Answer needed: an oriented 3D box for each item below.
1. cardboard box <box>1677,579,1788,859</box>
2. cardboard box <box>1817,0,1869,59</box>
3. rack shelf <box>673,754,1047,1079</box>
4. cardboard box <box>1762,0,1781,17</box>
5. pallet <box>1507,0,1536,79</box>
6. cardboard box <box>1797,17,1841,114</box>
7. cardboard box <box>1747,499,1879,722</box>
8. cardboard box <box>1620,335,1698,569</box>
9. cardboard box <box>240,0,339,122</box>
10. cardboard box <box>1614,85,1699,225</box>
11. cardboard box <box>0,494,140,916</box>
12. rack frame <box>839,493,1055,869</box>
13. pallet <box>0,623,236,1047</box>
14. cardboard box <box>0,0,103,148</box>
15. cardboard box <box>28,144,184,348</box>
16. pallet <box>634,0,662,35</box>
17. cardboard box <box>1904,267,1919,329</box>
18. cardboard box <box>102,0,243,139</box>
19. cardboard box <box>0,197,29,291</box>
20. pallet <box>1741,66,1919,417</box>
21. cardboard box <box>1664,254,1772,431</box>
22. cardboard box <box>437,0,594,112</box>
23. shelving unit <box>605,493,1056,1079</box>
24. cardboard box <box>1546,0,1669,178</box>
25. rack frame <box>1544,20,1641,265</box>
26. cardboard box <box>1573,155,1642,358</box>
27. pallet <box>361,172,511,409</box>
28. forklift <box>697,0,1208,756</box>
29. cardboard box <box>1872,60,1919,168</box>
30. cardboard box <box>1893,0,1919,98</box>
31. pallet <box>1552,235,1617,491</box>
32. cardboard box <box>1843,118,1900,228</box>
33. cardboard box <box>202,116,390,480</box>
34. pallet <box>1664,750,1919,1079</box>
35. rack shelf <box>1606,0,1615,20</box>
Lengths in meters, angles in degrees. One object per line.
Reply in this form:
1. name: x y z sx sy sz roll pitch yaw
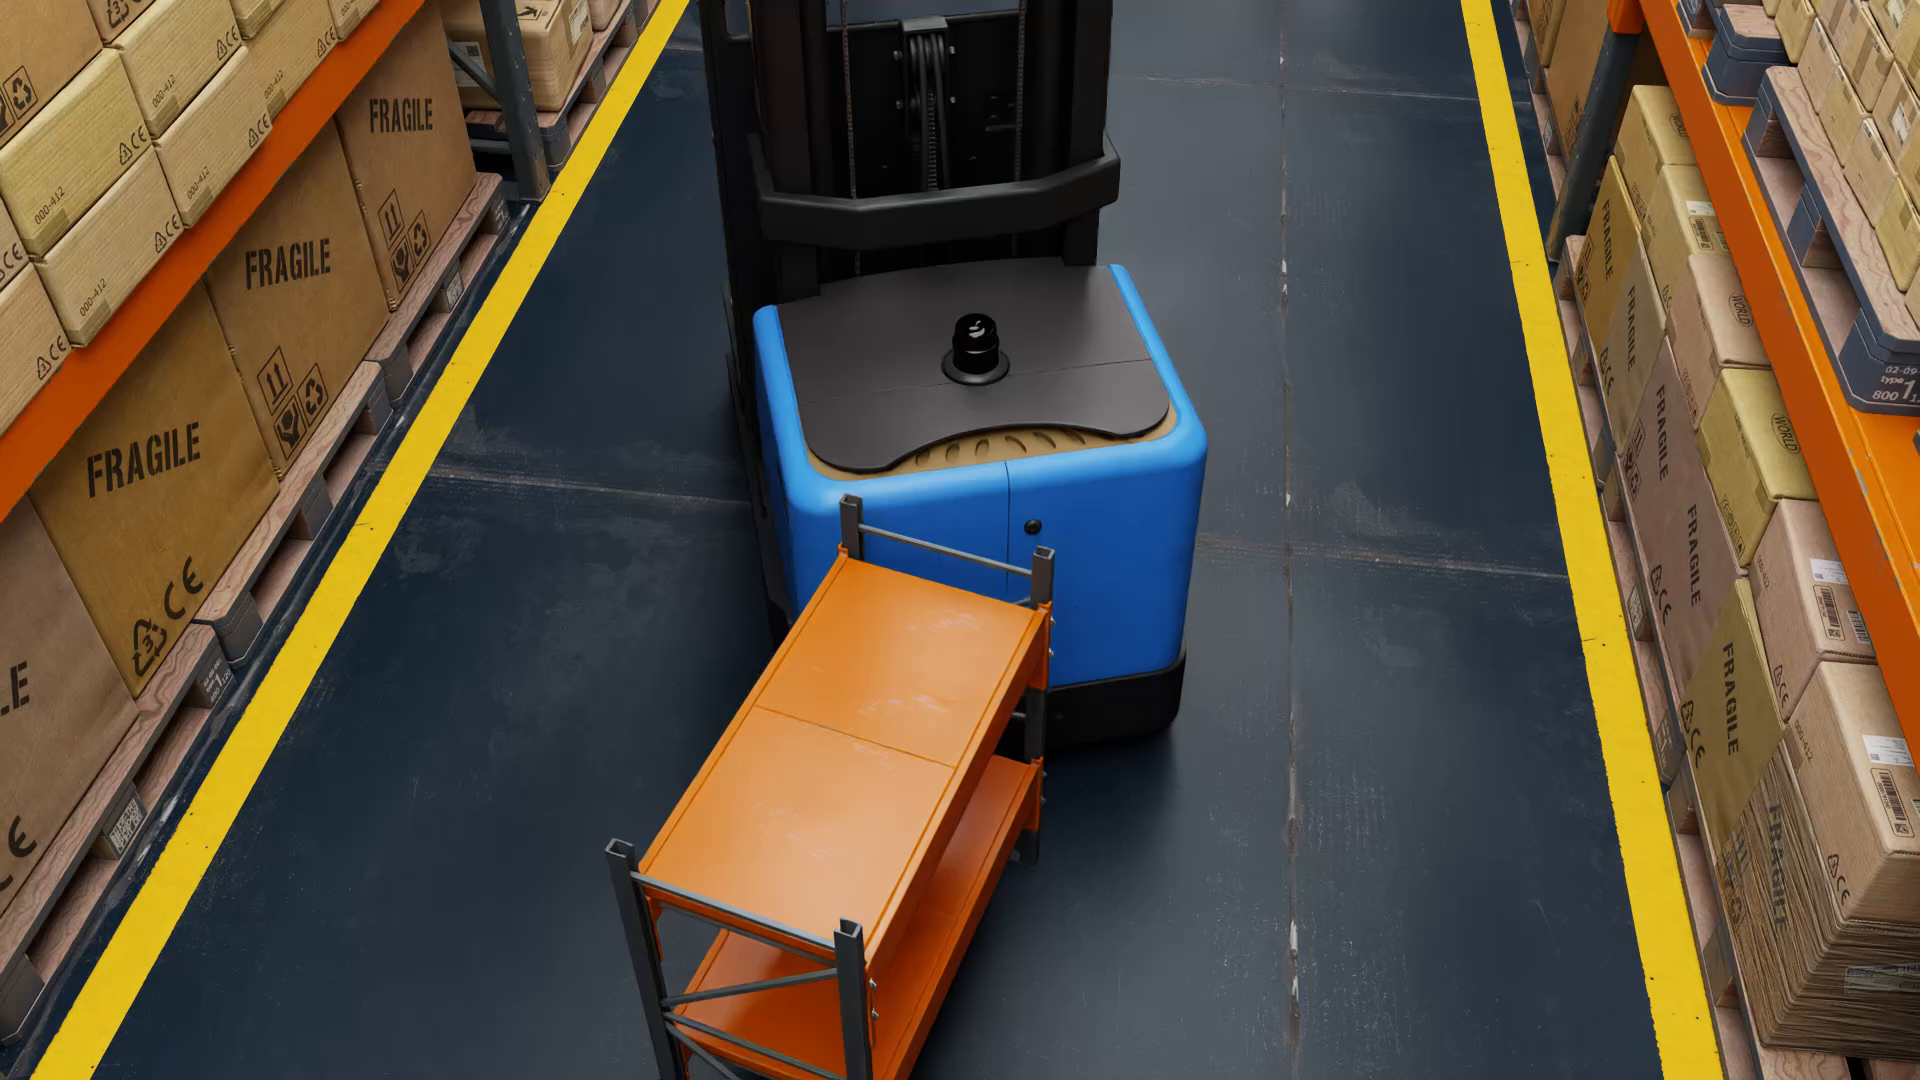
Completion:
1. cardboard box: 2.143 0.462 4.093 0.500 0.500 0.500 4 44 5
2. cardboard box: 2.360 -1.291 4.093 0.380 0.149 0.250 5 44 6
3. rack shelf: -0.220 0.879 3.860 0.538 0.278 1.000 15 46 16
4. cardboard box: 2.425 -1.550 4.583 0.380 0.149 0.250 7 44 8
5. pallet: 3.098 -2.489 7.725 1.003 0.211 1.213 5 44 6
6. cardboard box: 2.358 -1.184 4.197 0.380 0.149 0.250 7 44 7
7. cardboard box: 2.156 0.187 3.838 0.500 0.250 0.500 7 44 7
8. cardboard box: 2.283 -0.235 4.829 0.500 0.500 0.500 4 44 4
9. cardboard box: -2.109 -1.409 4.666 0.500 0.250 0.500 5 44 5
10. cardboard box: 2.424 -1.211 5.315 0.500 0.250 0.500 3 44 4
11. cardboard box: -2.691 0.392 3.894 0.875 0.875 0.875 6 44 7
12. rack frame: -0.031 0.376 4.034 0.500 1.125 0.032 15 46 16
13. pallet: -2.666 0.683 4.376 1.003 0.211 1.213 5 44 6
14. cardboard box: -2.242 -1.161 3.495 0.500 0.500 0.500 4 44 4
15. cardboard box: -2.223 -0.719 3.937 0.500 0.250 0.500 5 44 5
16. pallet: -1.896 -2.872 8.130 1.003 0.211 1.213 5 44 6
17. cardboard box: 2.216 -0.474 3.446 0.380 0.149 0.250 4 44 4
18. cardboard box: -2.157 -1.243 4.126 0.500 0.250 0.500 4 44 4
19. cardboard box: -2.315 -0.556 3.401 0.500 0.250 0.500 6 44 6
20. pallet: 2.534 -0.720 3.968 1.003 0.211 1.213 5 44 6
21. cardboard box: 2.279 -0.530 4.595 0.500 0.250 0.500 6 44 6
22. cardboard box: -2.080 -2.106 6.898 0.950 0.372 0.625 3 43 3
23. shelving unit: -0.220 0.701 3.691 0.538 1.125 1.048 15 46 16
24. cardboard box: 2.925 -1.885 6.390 1.050 0.750 0.750 5 44 5
25. rack frame: 2.755 -2.142 5.331 1.000 3.000 0.127 5 44 6
26. cardboard box: 2.409 -0.928 5.561 0.500 0.500 0.500 4 44 4
27. pallet: -2.343 -0.980 6.132 1.003 0.211 1.213 5 44 6
28. forklift: -0.188 -1.444 4.643 1.130 2.935 3.031 -8 44 -8
29. cardboard box: 2.292 -0.938 3.720 0.380 0.149 0.250 7 44 7
30. cardboard box: 2.293 -1.057 3.629 0.380 0.149 0.250 5 44 5
31. pallet: 2.651 -0.597 5.727 1.003 0.211 1.213 5 44 6
32. cardboard box: 2.287 -0.836 3.828 0.380 0.149 0.250 4 44 4
33. cardboard box: -2.460 -0.834 5.189 0.875 0.875 0.875 6 44 6
34. pallet: 2.328 1.066 3.971 1.003 0.211 1.213 5 44 6
35. rack shelf: 3.020 -3.244 7.018 1.077 0.370 4.000 5 44 6
